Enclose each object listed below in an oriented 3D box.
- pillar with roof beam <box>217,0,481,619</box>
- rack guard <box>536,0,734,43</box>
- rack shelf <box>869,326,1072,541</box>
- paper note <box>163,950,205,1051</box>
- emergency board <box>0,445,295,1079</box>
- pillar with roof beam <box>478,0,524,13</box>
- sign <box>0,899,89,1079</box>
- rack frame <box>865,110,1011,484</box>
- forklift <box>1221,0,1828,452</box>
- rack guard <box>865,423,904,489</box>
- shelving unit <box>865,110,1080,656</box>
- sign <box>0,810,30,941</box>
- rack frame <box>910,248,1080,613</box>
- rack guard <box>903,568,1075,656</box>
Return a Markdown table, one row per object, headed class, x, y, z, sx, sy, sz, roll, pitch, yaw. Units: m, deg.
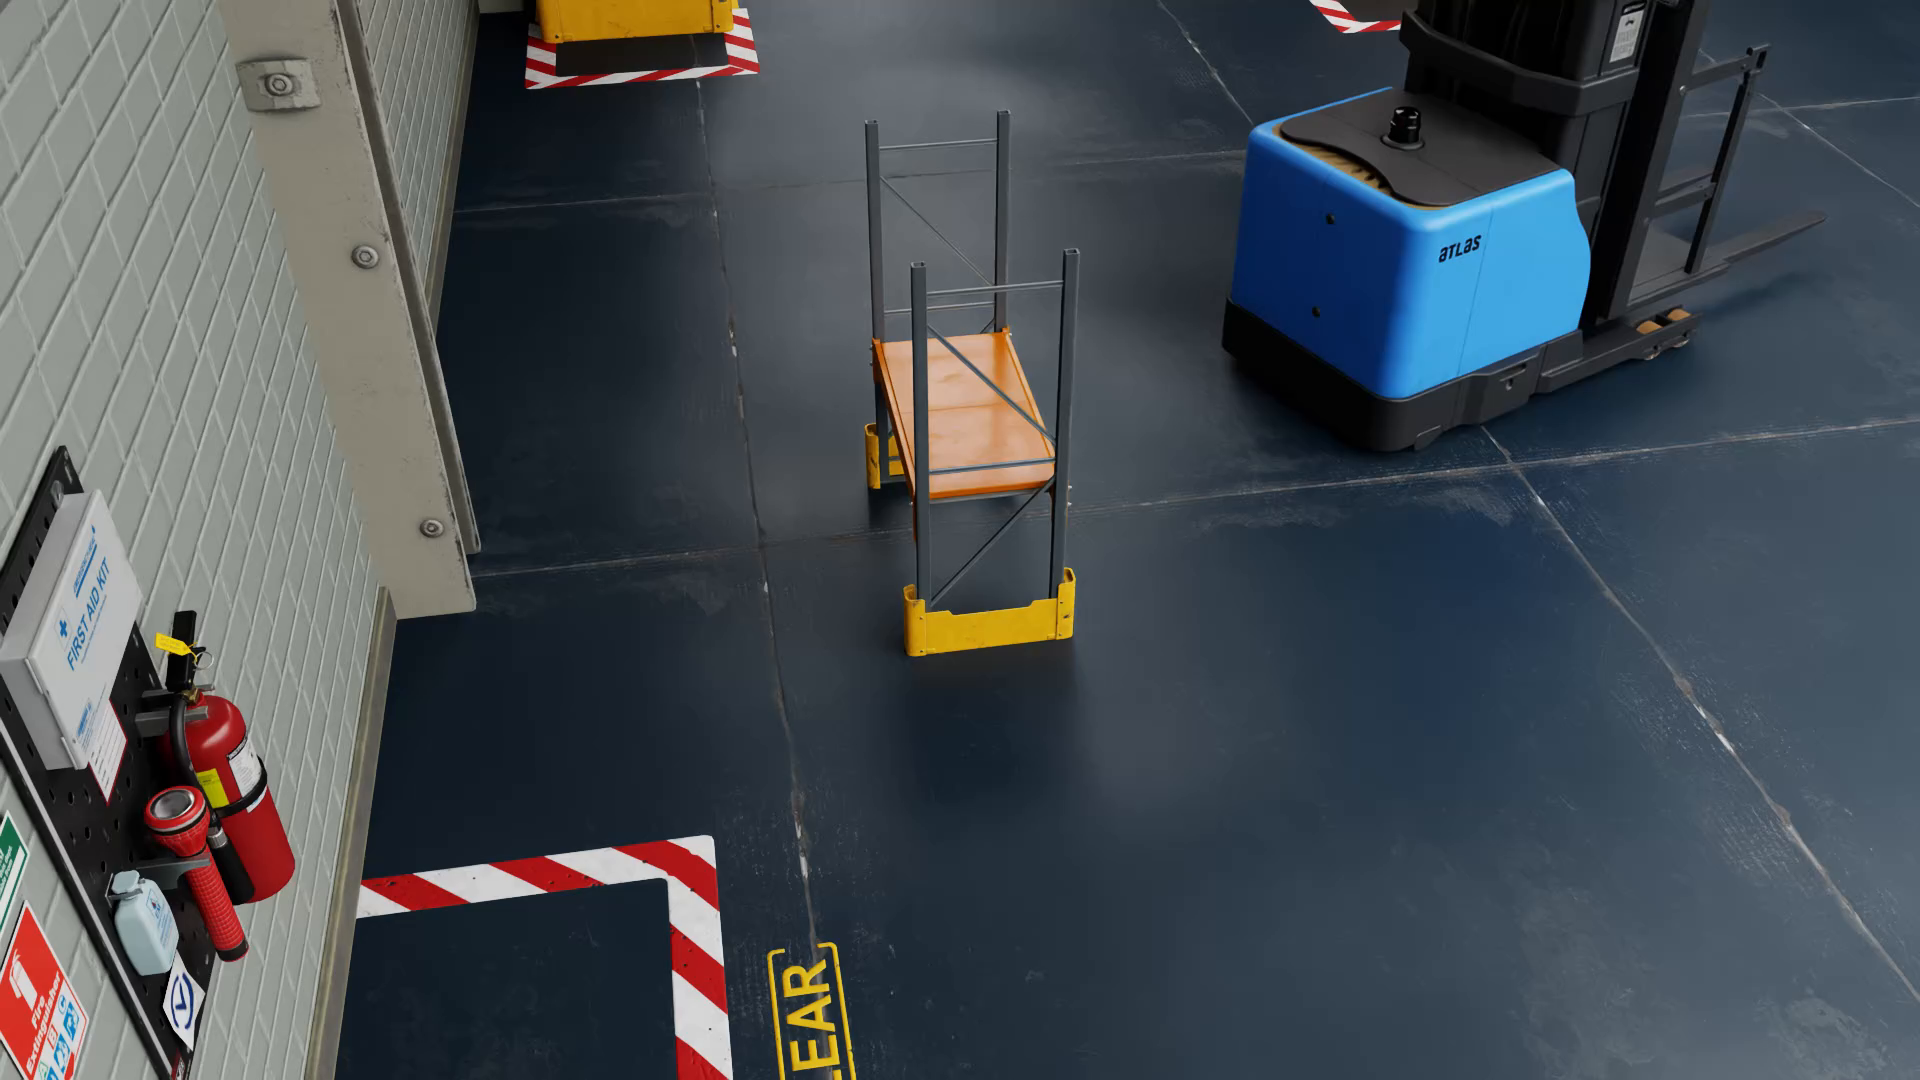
| class | x | y | z | sx | sy | sz | roll | pitch | yaw |
| --- | --- | --- | --- | --- | --- | --- | --- | --- | --- |
| pillar with roof beam | 2.324 | -3.868 | 3.895 | 9.100 | 9.000 | 0.400 | -6 | 38 | -8 |
| rack guard | -2.005 | -3.389 | 10.205 | 1.175 | 0.500 | 0.348 | -6 | 38 | -8 |
| rack shelf | 0.015 | -0.399 | 5.834 | 0.538 | 0.185 | 1.000 | -6 | 38 | -8 |
| paper note | -1.555 | 0.923 | 3.336 | 0.016 | 0.148 | 0.142 | -6 | 38 | -8 |
| emergency board | -1.518 | 0.460 | 3.212 | 0.194 | 1.169 | 0.643 | -6 | 38 | -8 |
| pillar with roof beam | 1.273 | -7.493 | 8.559 | 9.100 | 9.000 | 0.400 | -6 | 38 | -8 |
| sign | -1.523 | 0.791 | 2.757 | 0.001 | 0.329 | 0.234 | -6 | 38 | -8 |
| rack frame | -0.074 | -0.848 | 6.119 | 0.500 | 1.500 | 0.032 | -6 | 38 | -8 |
| forklift | 2.655 | -2.195 | 6.686 | 3.031 | 2.935 | 1.130 | -21 | 43 | -25 |
| rack guard | -0.074 | -0.353 | 6.501 | 0.587 | 0.250 | 0.087 | -6 | 38 | -8 |
| shelving unit | 0.013 | -0.546 | 5.731 | 0.587 | 1.500 | 1.083 | -6 | 38 | -8 |
| sign | -1.515 | 0.578 | 2.600 | 0.001 | 0.109 | 0.331 | -6 | 38 | -8 |
| rack frame | 0.104 | -0.234 | 5.328 | 0.500 | 1.500 | 0.032 | -6 | 38 | -8 |
| rack guard | 0.101 | 0.248 | 5.727 | 0.587 | 0.250 | 0.087 | -6 | 38 | -8 |
